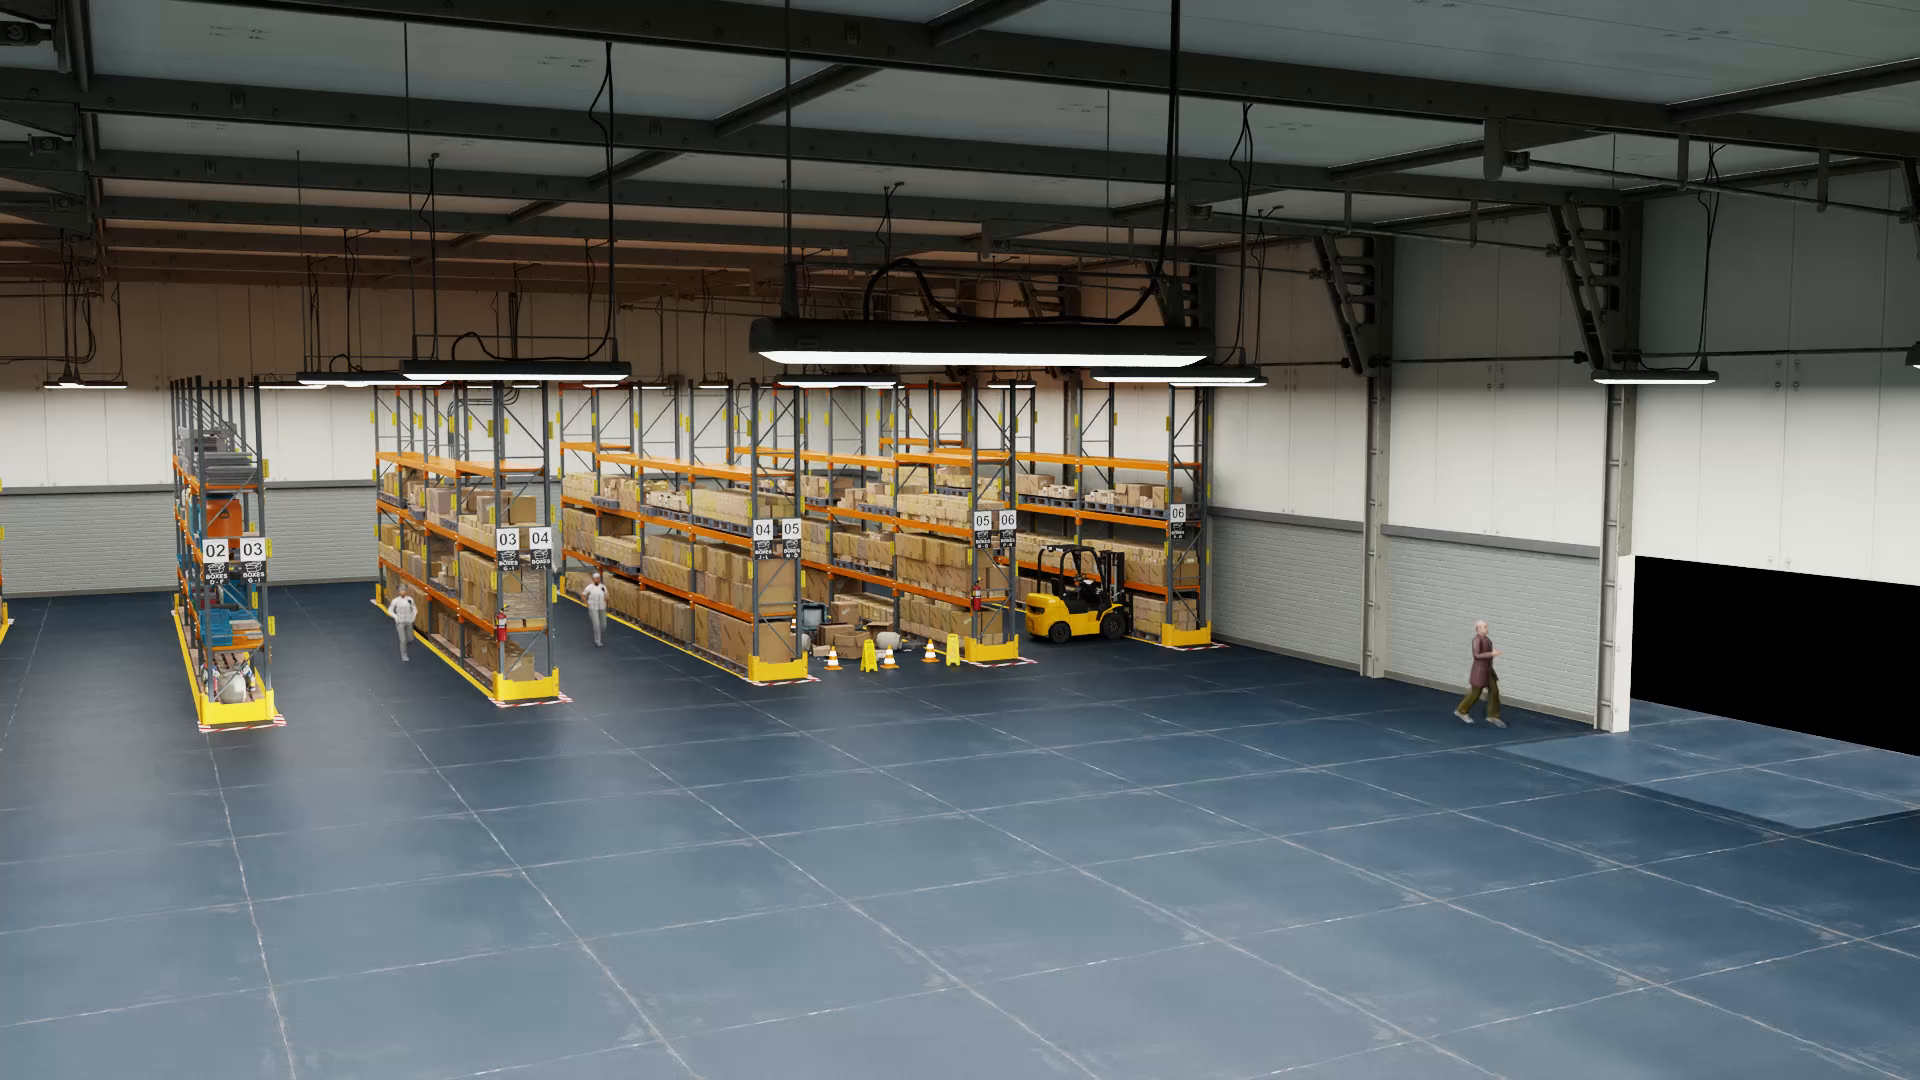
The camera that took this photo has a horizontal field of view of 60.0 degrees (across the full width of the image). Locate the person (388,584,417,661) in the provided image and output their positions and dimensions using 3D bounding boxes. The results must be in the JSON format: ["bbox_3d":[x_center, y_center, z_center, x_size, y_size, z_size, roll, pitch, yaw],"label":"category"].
[{"bbox_3d":[-11.874,1.746,35.472,0.614,1.647,0.560,-3,6,-32],"label":"person"}]

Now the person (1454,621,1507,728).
[{"bbox_3d":[8.928,2.283,28.477,0.896,1.816,0.693,4,7,40],"label":"person"}]

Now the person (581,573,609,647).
[{"bbox_3d":[-8.221,1.566,37.598,0.620,1.632,0.803,-3,6,-32],"label":"person"}]

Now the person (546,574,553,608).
[{"bbox_3d":[-10.881,1.015,43.647,0.373,1.655,0.748,-2,6,-24],"label":"person"}]
